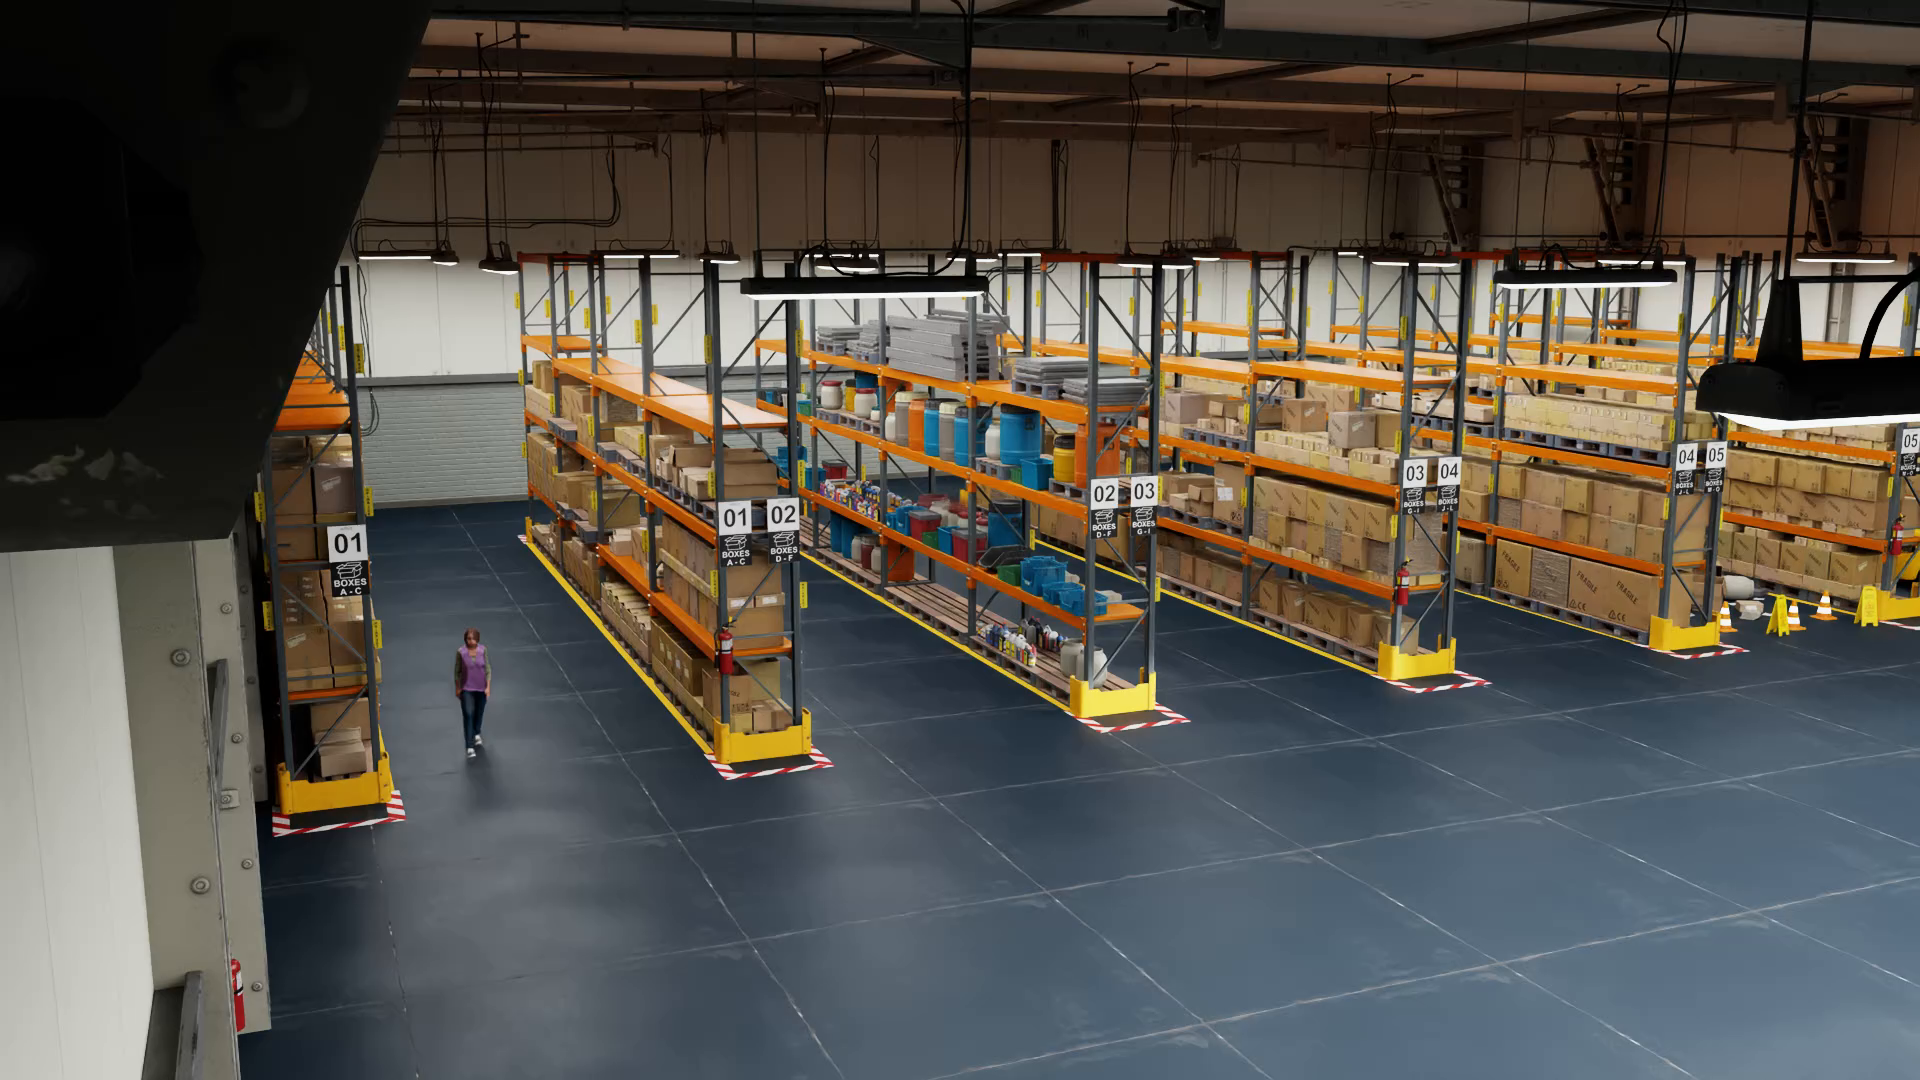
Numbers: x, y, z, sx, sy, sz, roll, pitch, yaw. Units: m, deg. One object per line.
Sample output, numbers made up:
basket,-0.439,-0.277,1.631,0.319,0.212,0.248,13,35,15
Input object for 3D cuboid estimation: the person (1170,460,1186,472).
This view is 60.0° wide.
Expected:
person,4.793,-1.073,36.476,0.397,1.540,0.972,-4,11,-22

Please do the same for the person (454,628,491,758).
person,-5.985,1.850,20.499,0.437,1.549,0.928,-6,12,-29

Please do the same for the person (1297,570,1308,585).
person,6.046,0.196,29.611,0.434,1.540,0.976,-3,11,-16
